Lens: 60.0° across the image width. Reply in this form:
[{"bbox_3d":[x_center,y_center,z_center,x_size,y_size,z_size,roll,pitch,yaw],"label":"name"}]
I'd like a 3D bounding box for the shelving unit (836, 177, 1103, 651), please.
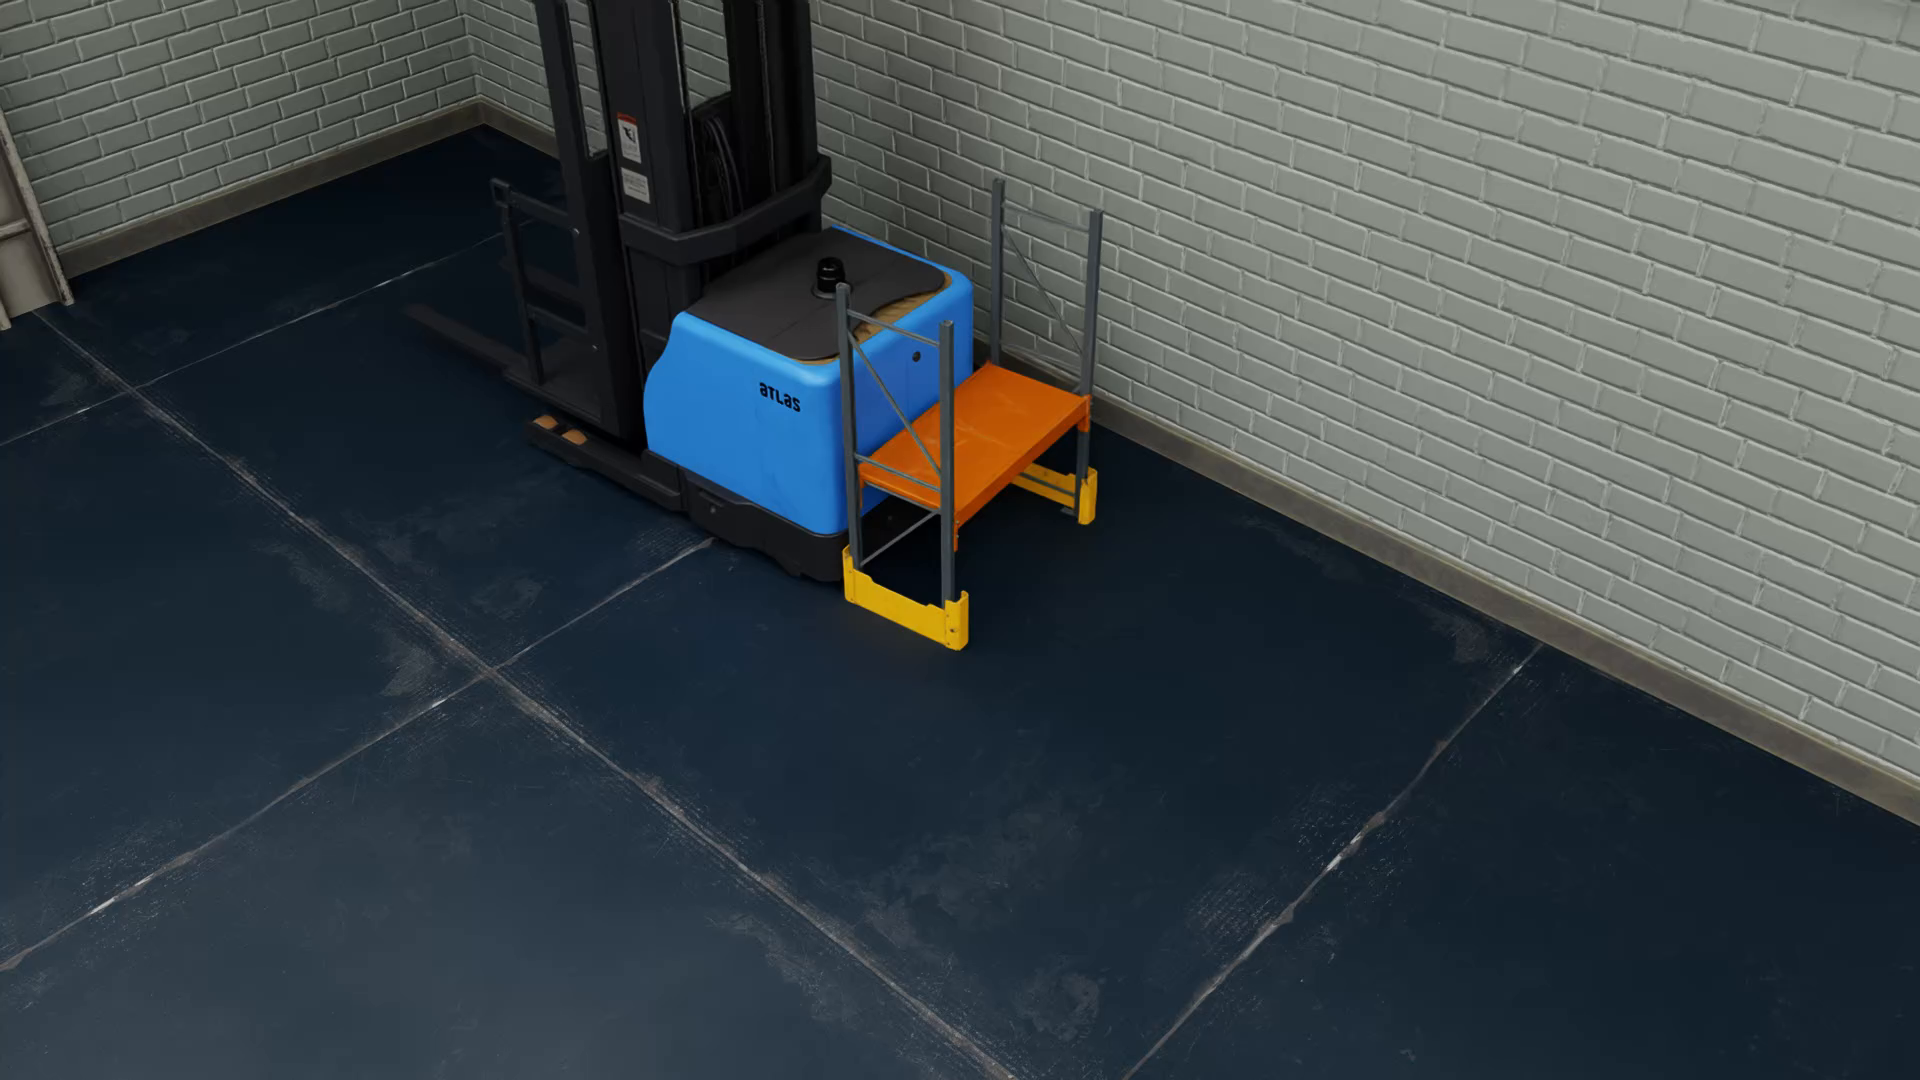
[{"bbox_3d":[0.059,-0.517,6.695,0.587,1.500,1.083,23,44,26],"label":"shelving unit"}]

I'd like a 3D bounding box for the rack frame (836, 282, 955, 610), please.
[{"bbox_3d":[-0.235,-0.251,6.361,0.500,1.500,0.032,23,44,26],"label":"rack frame"}]

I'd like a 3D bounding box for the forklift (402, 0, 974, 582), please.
[{"bbox_3d":[-1.405,-1.723,7.062,3.031,2.935,1.130,26,45,29],"label":"forklift"}]

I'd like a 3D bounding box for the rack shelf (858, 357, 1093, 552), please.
[{"bbox_3d":[0.053,-0.371,6.801,0.538,0.185,1.000,23,44,26],"label":"rack shelf"}]

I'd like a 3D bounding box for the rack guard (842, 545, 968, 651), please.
[{"bbox_3d":[-0.224,0.228,6.763,0.587,0.250,0.087,23,44,26],"label":"rack guard"}]

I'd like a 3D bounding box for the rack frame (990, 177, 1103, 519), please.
[{"bbox_3d":[0.342,-0.773,7.017,0.500,1.500,0.032,23,44,26],"label":"rack frame"}]

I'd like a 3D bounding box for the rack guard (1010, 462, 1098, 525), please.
[{"bbox_3d":[0.341,-0.283,7.405,0.587,0.250,0.087,23,44,26],"label":"rack guard"}]

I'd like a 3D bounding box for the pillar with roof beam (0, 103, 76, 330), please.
[{"bbox_3d":[-1.768,-2.953,3.734,9.100,9.000,0.400,30,47,32],"label":"pillar with roof beam"}]
